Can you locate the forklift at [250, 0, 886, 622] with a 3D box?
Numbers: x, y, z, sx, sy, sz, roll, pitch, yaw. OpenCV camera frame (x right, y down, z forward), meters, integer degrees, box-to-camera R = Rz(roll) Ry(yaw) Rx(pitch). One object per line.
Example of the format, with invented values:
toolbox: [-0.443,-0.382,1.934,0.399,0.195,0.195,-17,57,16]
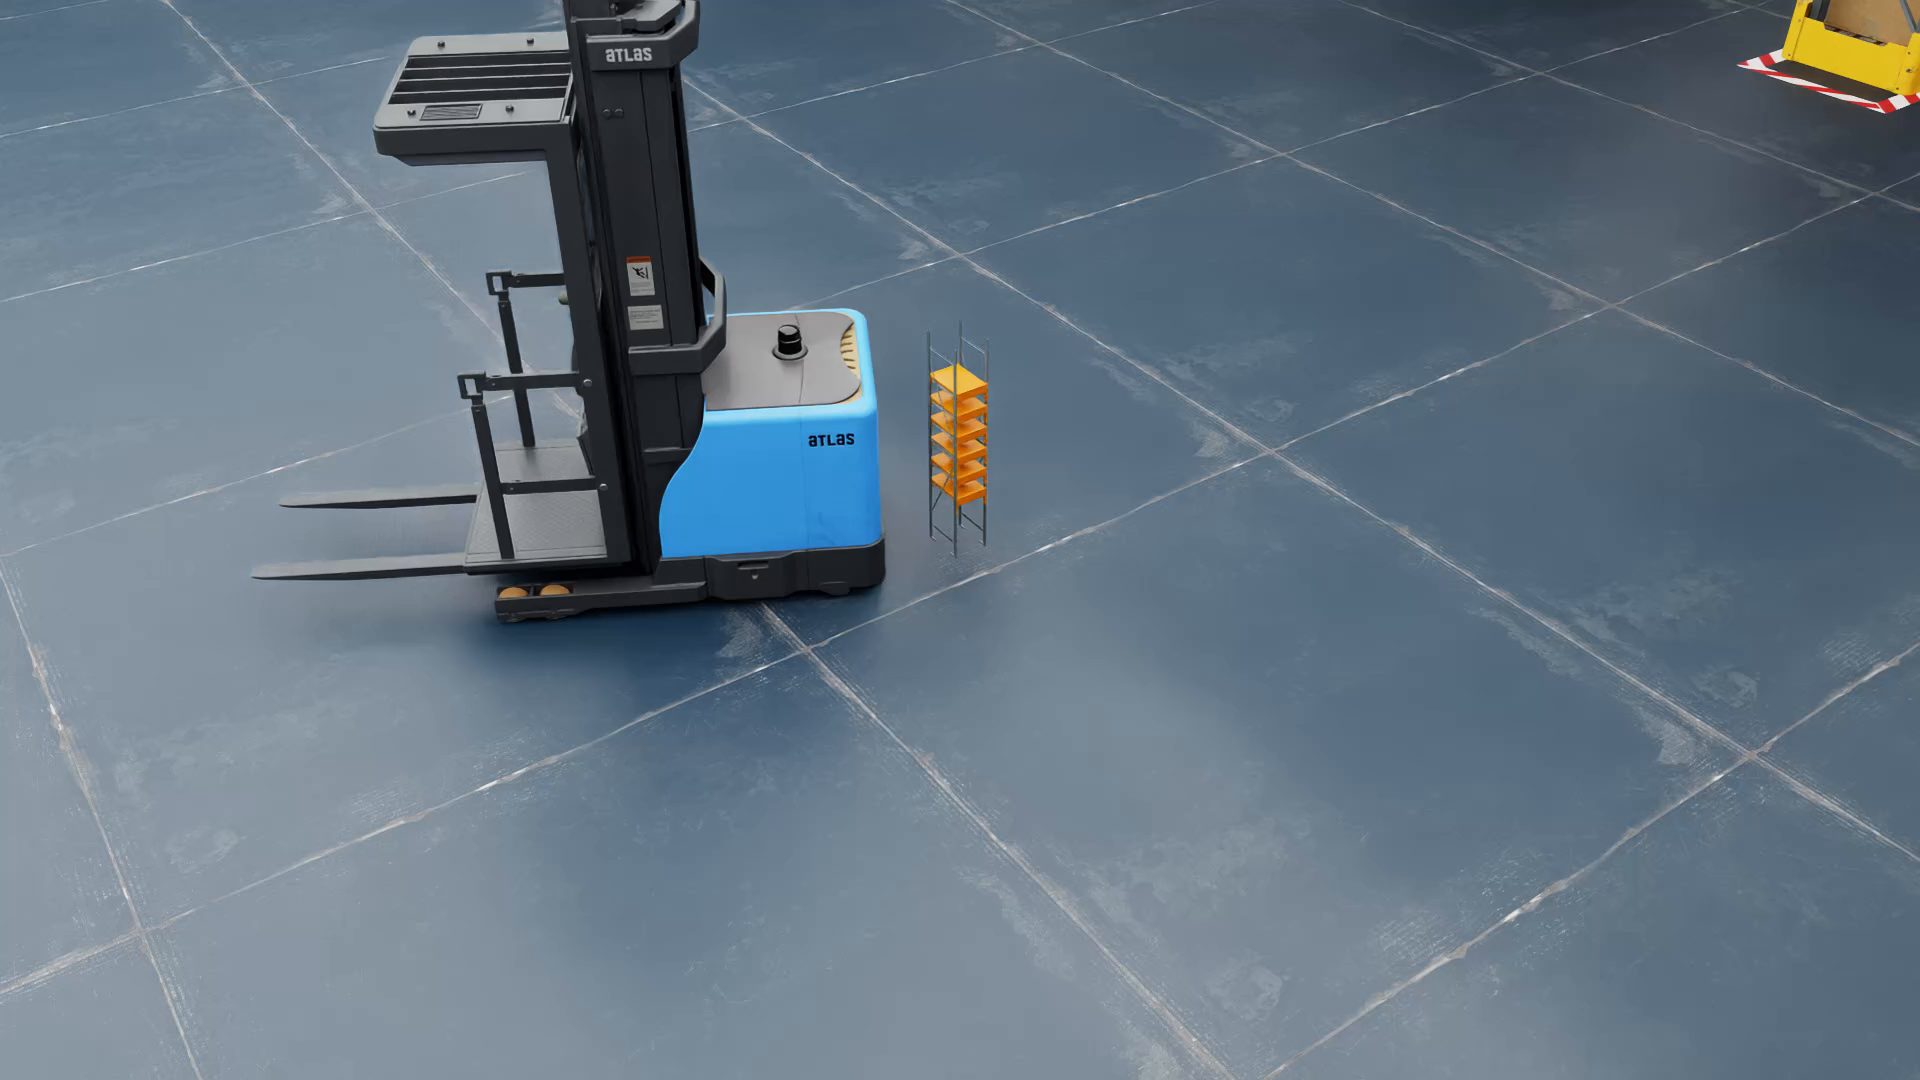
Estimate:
forklift: [-1.919,-1.121,7.612,3.031,2.935,1.130,-4,36,-5]

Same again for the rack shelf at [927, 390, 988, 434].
rack shelf: [-0.012,-0.641,8.092,0.180,0.103,0.258,-22,41,-28]

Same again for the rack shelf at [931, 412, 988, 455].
rack shelf: [-0.012,-0.544,8.162,0.180,0.103,0.258,-22,41,-28]

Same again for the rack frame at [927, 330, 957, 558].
rack frame: [-0.087,-0.451,8.163,0.006,1.200,0.240,-22,41,-28]

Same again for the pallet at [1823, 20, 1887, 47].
pallet: [8.179,-4.361,14.446,1.213,0.211,1.003,-22,41,-28]

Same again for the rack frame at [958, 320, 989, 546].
rack frame: [0.063,-0.513,8.249,0.006,1.200,0.240,-22,41,-28]

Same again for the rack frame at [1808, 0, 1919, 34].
rack frame: [7.570,-5.187,13.206,0.127,3.000,1.000,-22,41,-28]

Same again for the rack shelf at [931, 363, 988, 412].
rack shelf: [-0.012,-0.738,8.022,0.180,0.103,0.258,-22,41,-28]

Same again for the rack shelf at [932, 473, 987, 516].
rack shelf: [-0.012,-0.251,8.372,0.180,0.103,0.258,-22,41,-28]

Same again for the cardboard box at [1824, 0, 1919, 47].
cardboard box: [8.086,-4.754,14.065,0.875,0.875,0.875,-22,41,-28]

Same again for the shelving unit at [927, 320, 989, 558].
shelving unit: [-0.012,-0.482,8.206,0.189,1.200,0.258,-22,41,-28]

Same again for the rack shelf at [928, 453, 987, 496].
rack shelf: [-0.012,-0.349,8.302,0.180,0.103,0.258,-22,41,-28]

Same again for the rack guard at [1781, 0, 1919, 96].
rack guard: [7.550,-4.164,13.925,0.348,0.500,1.175,-22,41,-28]

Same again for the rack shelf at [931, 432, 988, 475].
rack shelf: [-0.012,-0.446,8.232,0.180,0.103,0.258,-22,41,-28]
